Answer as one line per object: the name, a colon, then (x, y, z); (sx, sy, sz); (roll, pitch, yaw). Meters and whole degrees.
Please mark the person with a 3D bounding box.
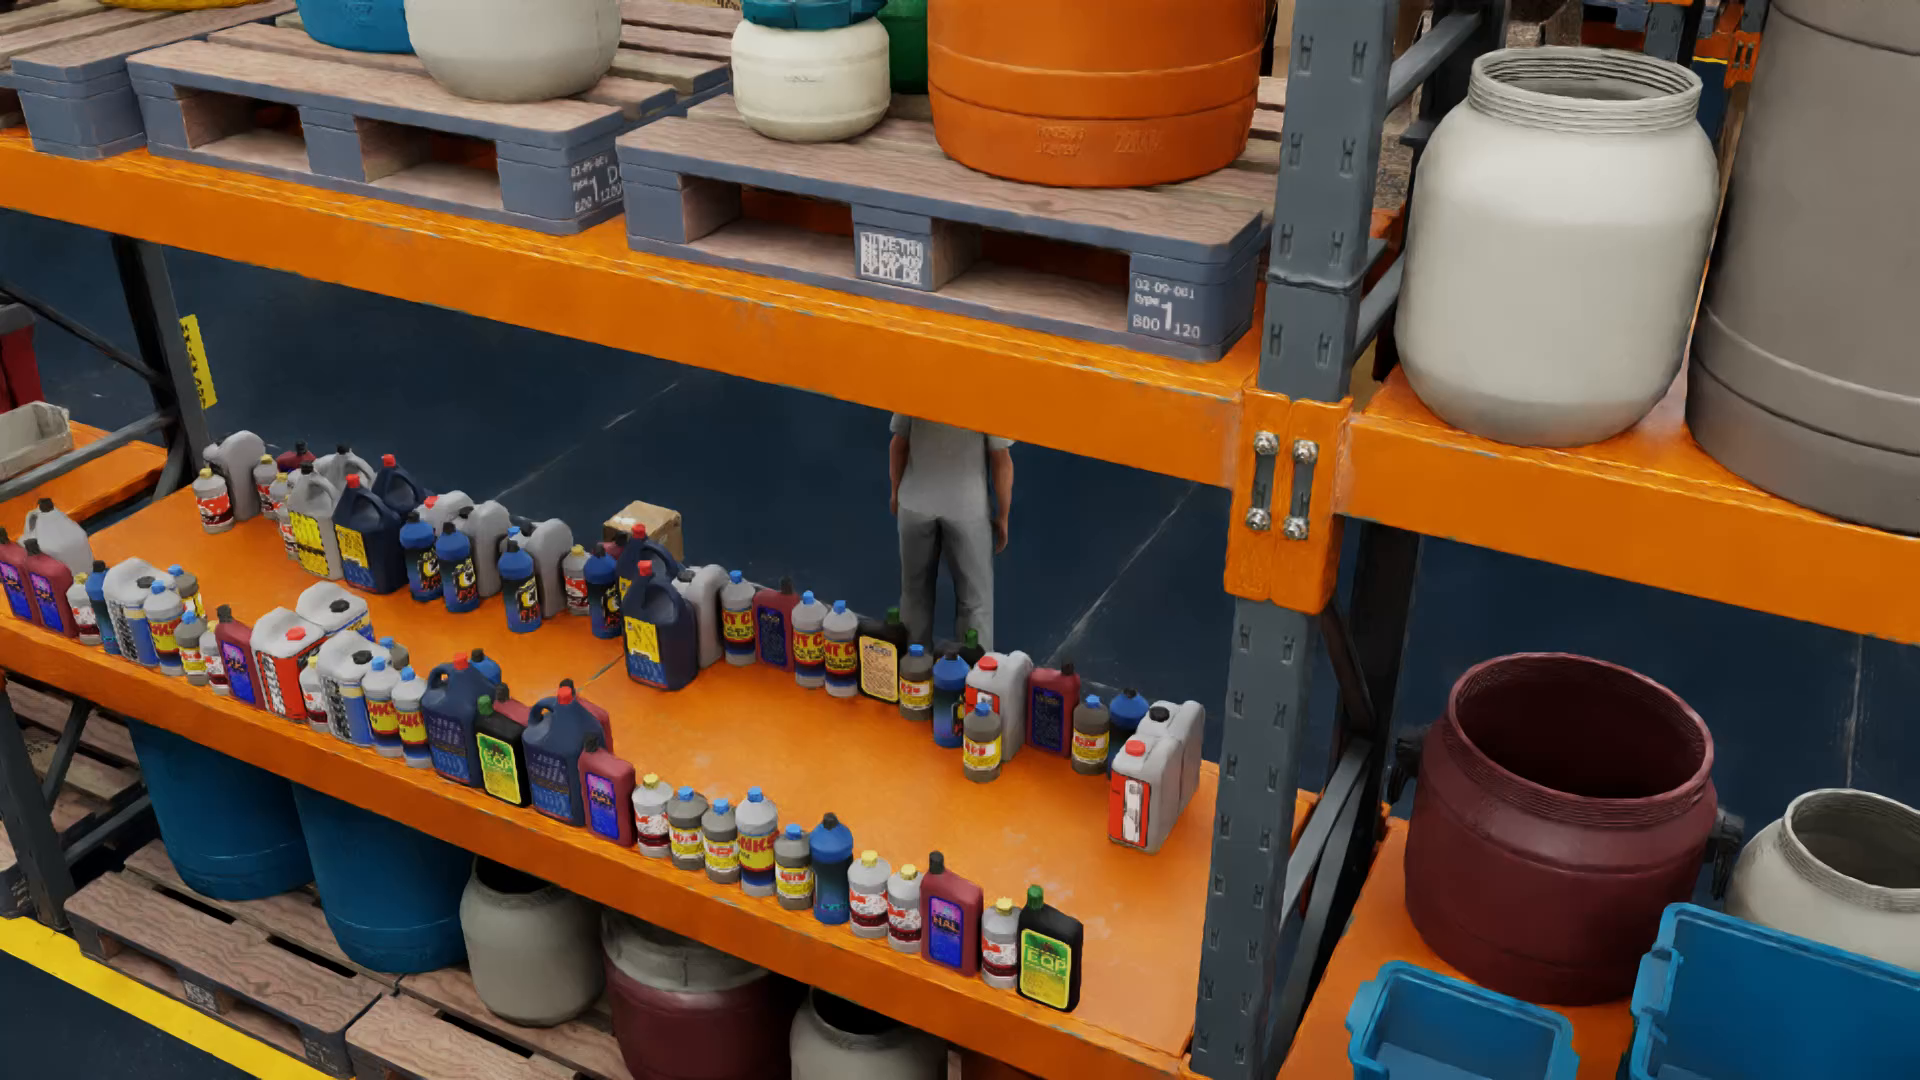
person: (-0.038, -0.083, 6.287); (0.496, 1.621, 0.354); (6, 31, 10)
